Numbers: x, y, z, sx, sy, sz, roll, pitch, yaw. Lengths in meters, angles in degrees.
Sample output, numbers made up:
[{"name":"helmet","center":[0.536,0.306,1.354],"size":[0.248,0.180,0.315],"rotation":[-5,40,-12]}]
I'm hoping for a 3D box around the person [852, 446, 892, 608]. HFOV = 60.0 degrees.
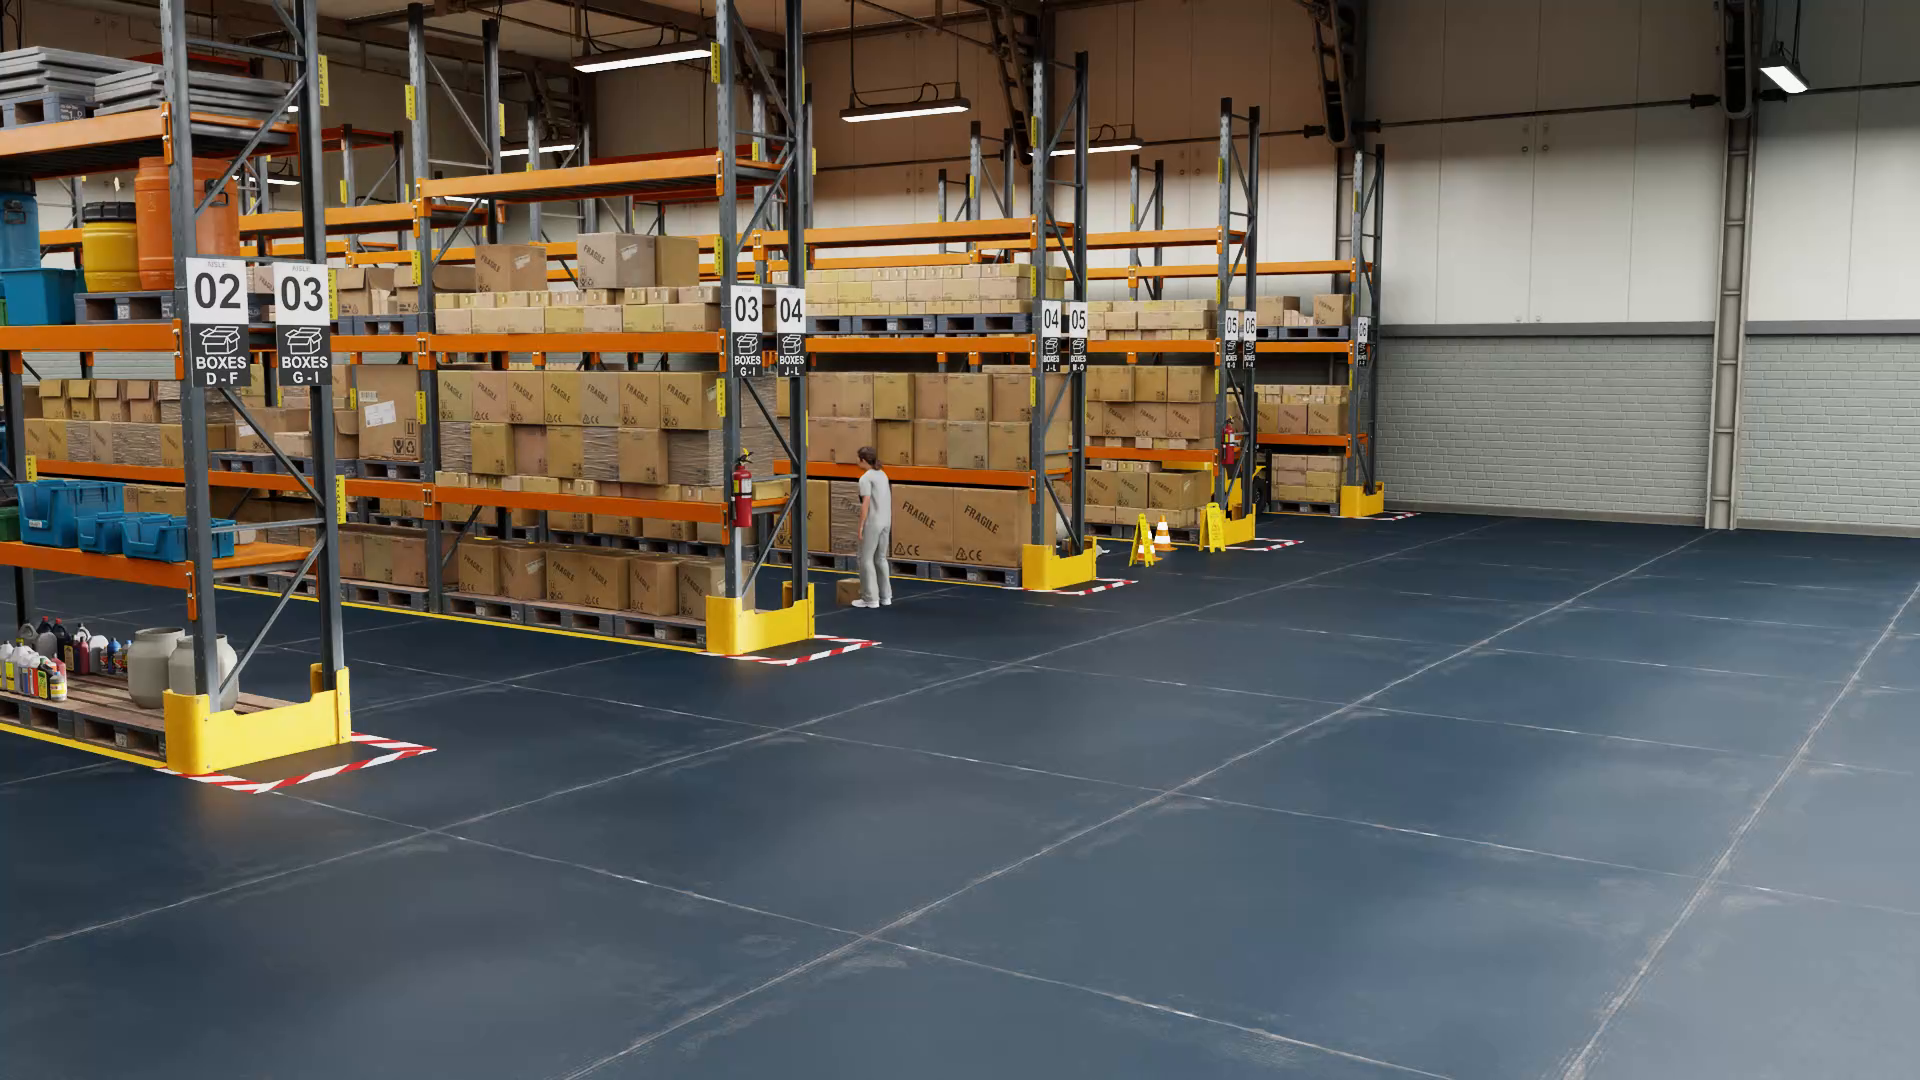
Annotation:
[{"name":"person","center":[-0.905,-0.143,17.252],"size":[0.361,1.671,0.501],"rotation":[4,7,31]}]
